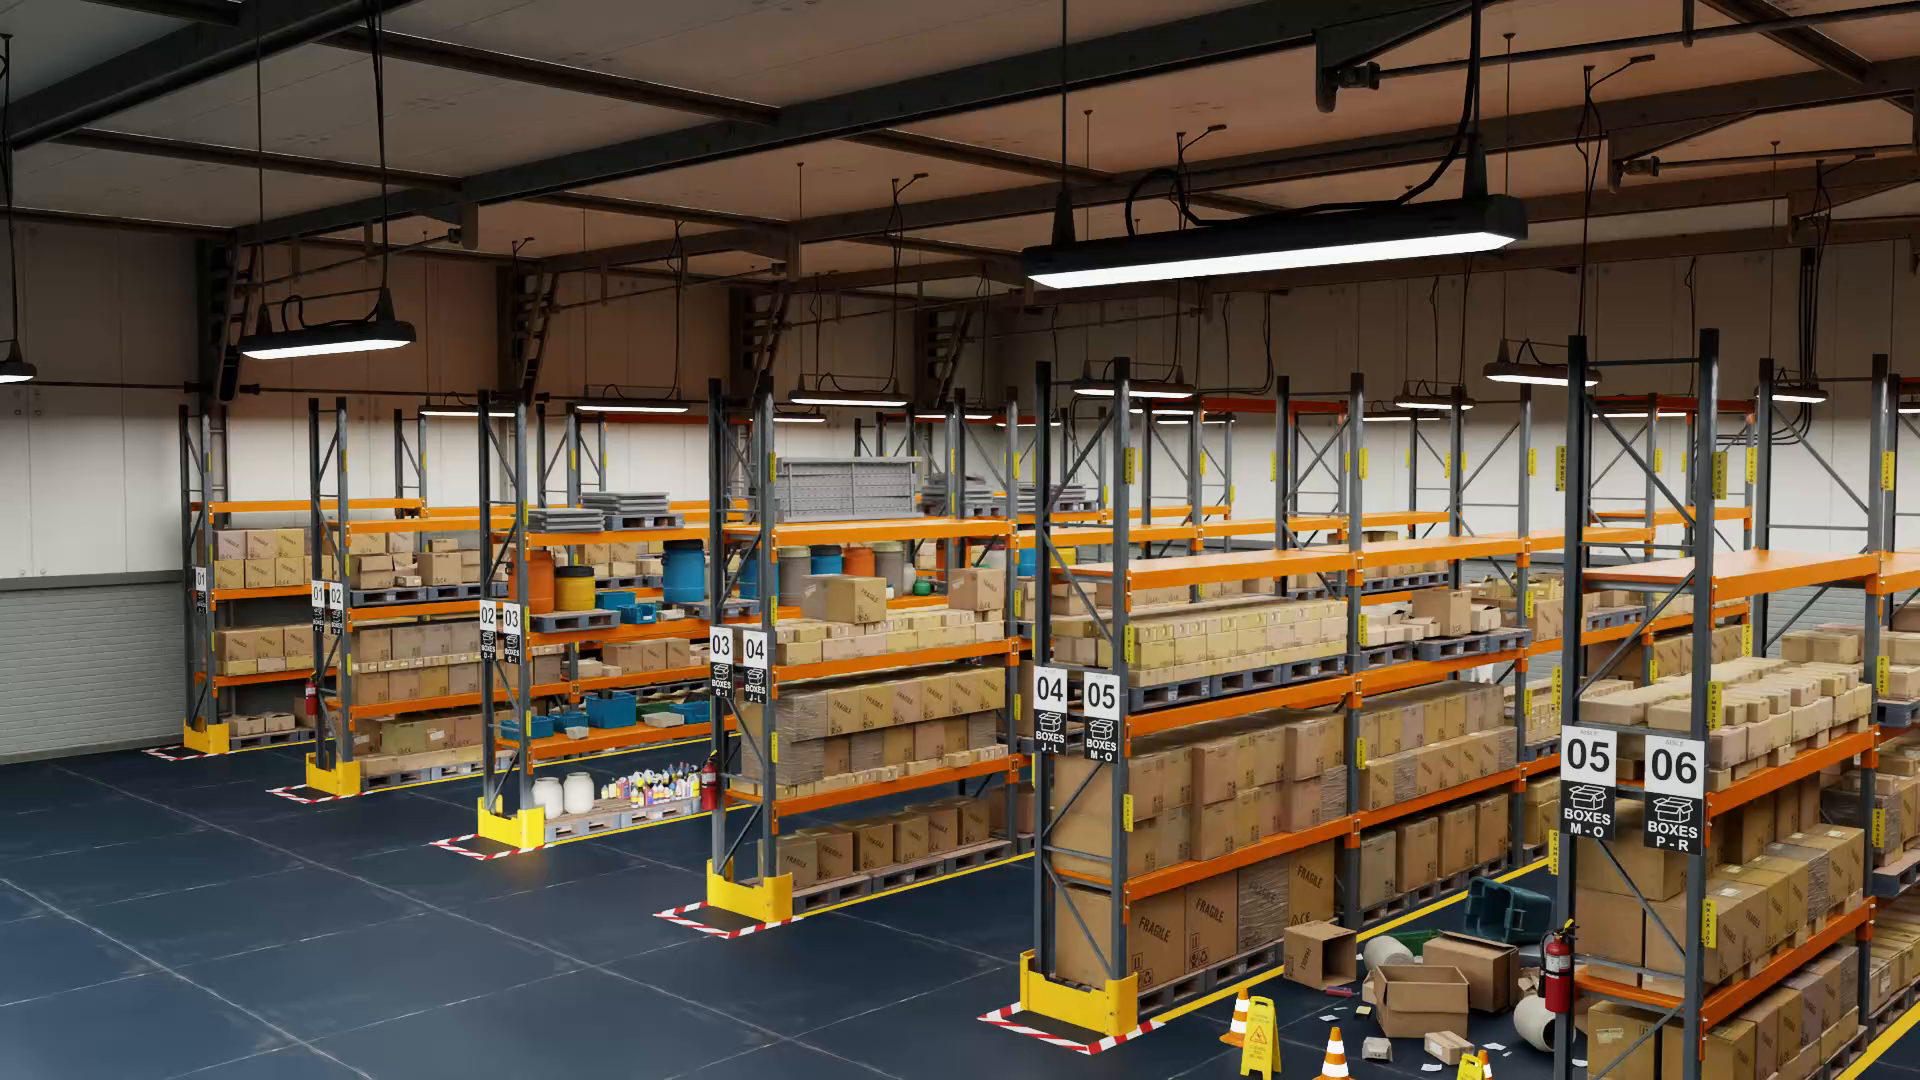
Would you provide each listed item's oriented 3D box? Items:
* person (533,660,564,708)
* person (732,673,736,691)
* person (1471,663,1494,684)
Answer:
[{"bbox_3d":[-7.427,2.720,30.051,0.668,1.834,0.409,-3,4,-41],"label":"person"},{"bbox_3d":[-4.820,2.574,34.060,0.533,1.749,0.350,-2,3,-30],"label":"person"},{"bbox_3d":[9.864,2.621,31.436,0.455,1.789,0.581,-1,3,-25],"label":"person"}]
